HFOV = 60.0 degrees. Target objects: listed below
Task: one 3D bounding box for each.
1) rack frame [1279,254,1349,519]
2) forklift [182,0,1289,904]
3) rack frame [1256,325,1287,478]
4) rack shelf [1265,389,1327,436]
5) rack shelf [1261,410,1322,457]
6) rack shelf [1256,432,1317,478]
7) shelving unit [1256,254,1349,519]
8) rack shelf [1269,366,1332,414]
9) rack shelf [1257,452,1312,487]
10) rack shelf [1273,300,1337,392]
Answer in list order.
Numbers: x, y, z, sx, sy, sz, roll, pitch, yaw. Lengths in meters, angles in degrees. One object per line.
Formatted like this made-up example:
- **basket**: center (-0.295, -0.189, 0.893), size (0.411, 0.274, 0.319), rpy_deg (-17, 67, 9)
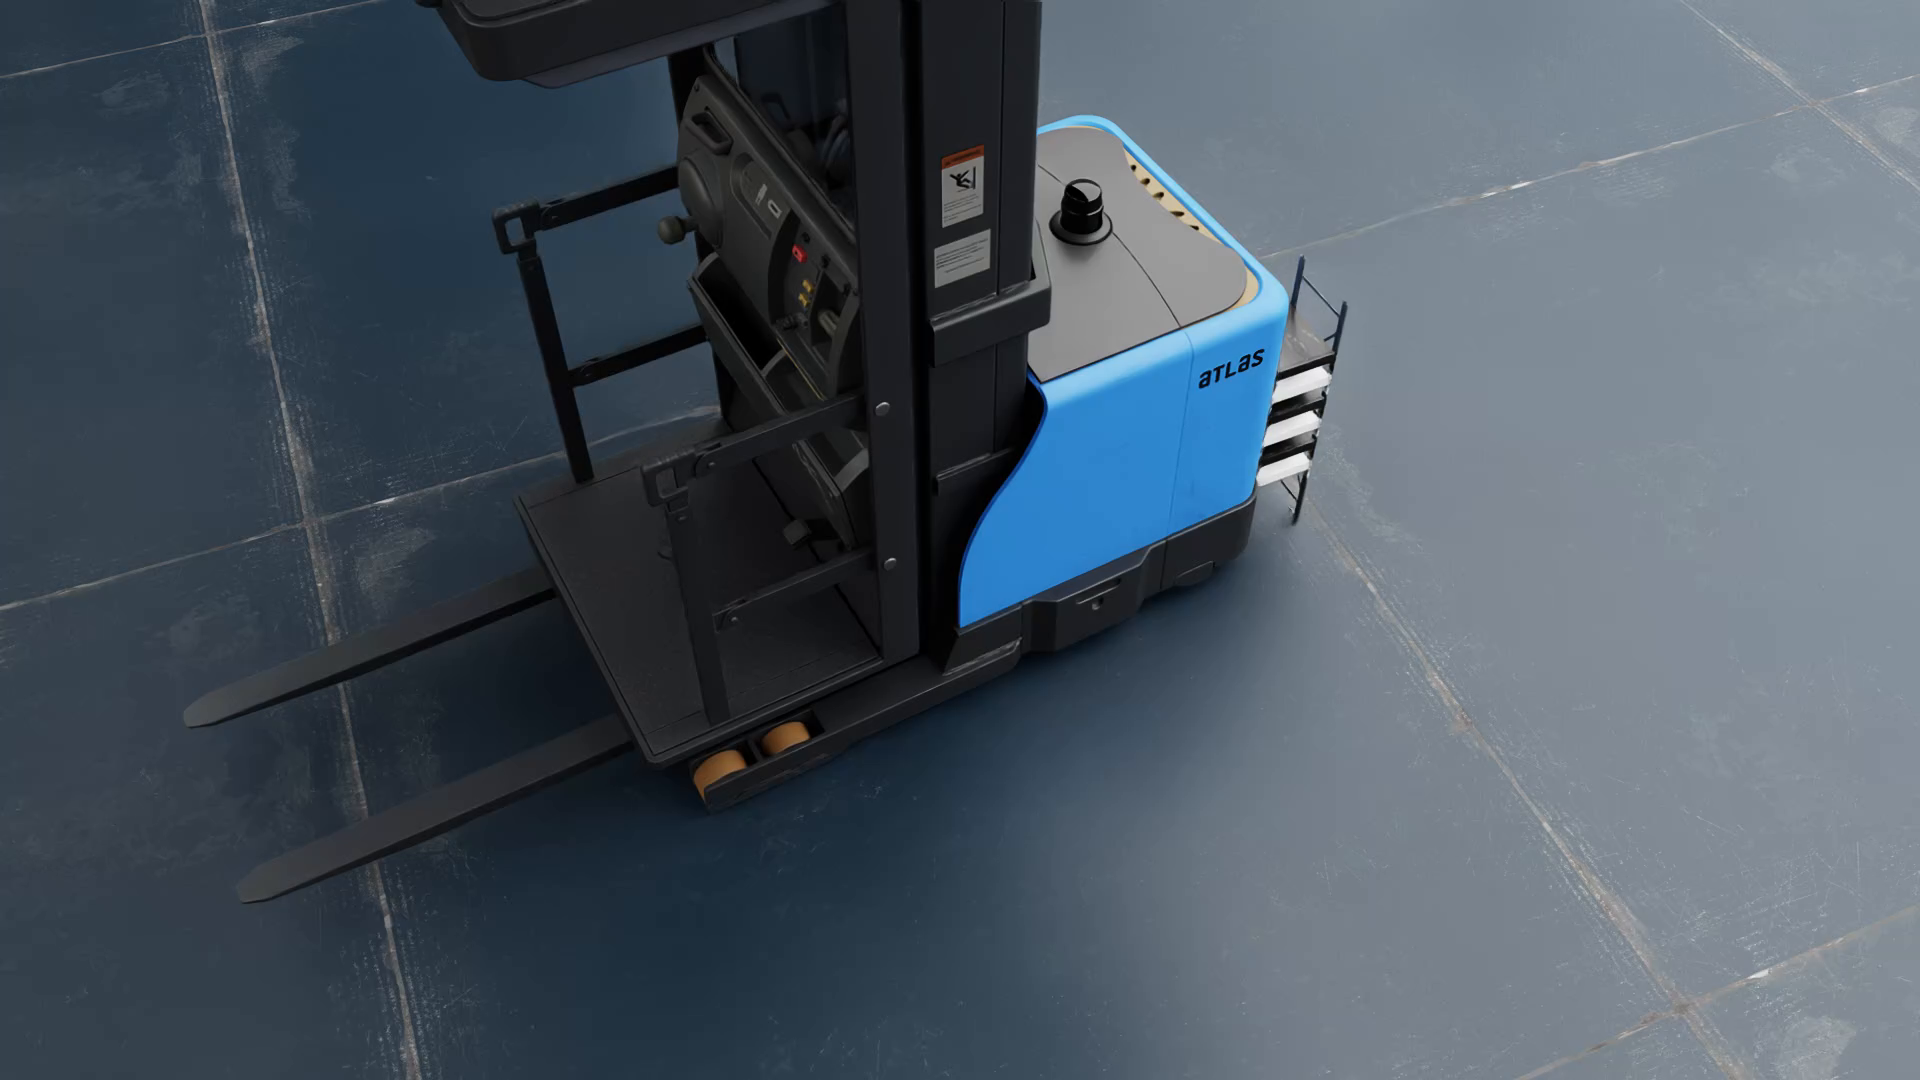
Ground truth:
- **rack frame**: center (1.029, -0.443, 5.037), size (0.006, 0.900, 0.240), rpy_deg (-20, 52, -16)
- **forklift**: center (-0.645, -0.677, 3.900), size (3.031, 2.935, 1.130), rpy_deg (-23, 53, -19)
- **rack frame**: center (0.844, -0.377, 4.981), size (0.006, 0.900, 0.240), rpy_deg (-20, 52, -16)
- **rack shelf**: center (0.937, -0.447, 4.966), size (0.200, 0.077, 0.258), rpy_deg (-20, 52, -16)
- **rack shelf**: center (0.937, -0.388, 5.034), size (0.200, 0.077, 0.258), rpy_deg (-20, 52, -16)
- **rack shelf**: center (0.937, -0.330, 5.103), size (0.200, 0.077, 0.258), rpy_deg (-20, 52, -16)
- **shelving unit**: center (0.937, -0.410, 5.009), size (0.210, 0.900, 0.258), rpy_deg (-20, 52, -16)
- **rack shelf**: center (0.937, -0.506, 4.898), size (0.200, 0.077, 0.258), rpy_deg (-20, 52, -16)
- **rack shelf**: center (0.937, -0.271, 5.171), size (0.200, 0.077, 0.258), rpy_deg (-20, 52, -16)
- **rack shelf**: center (0.937, -0.564, 4.830), size (0.200, 0.077, 0.258), rpy_deg (-20, 52, -16)
